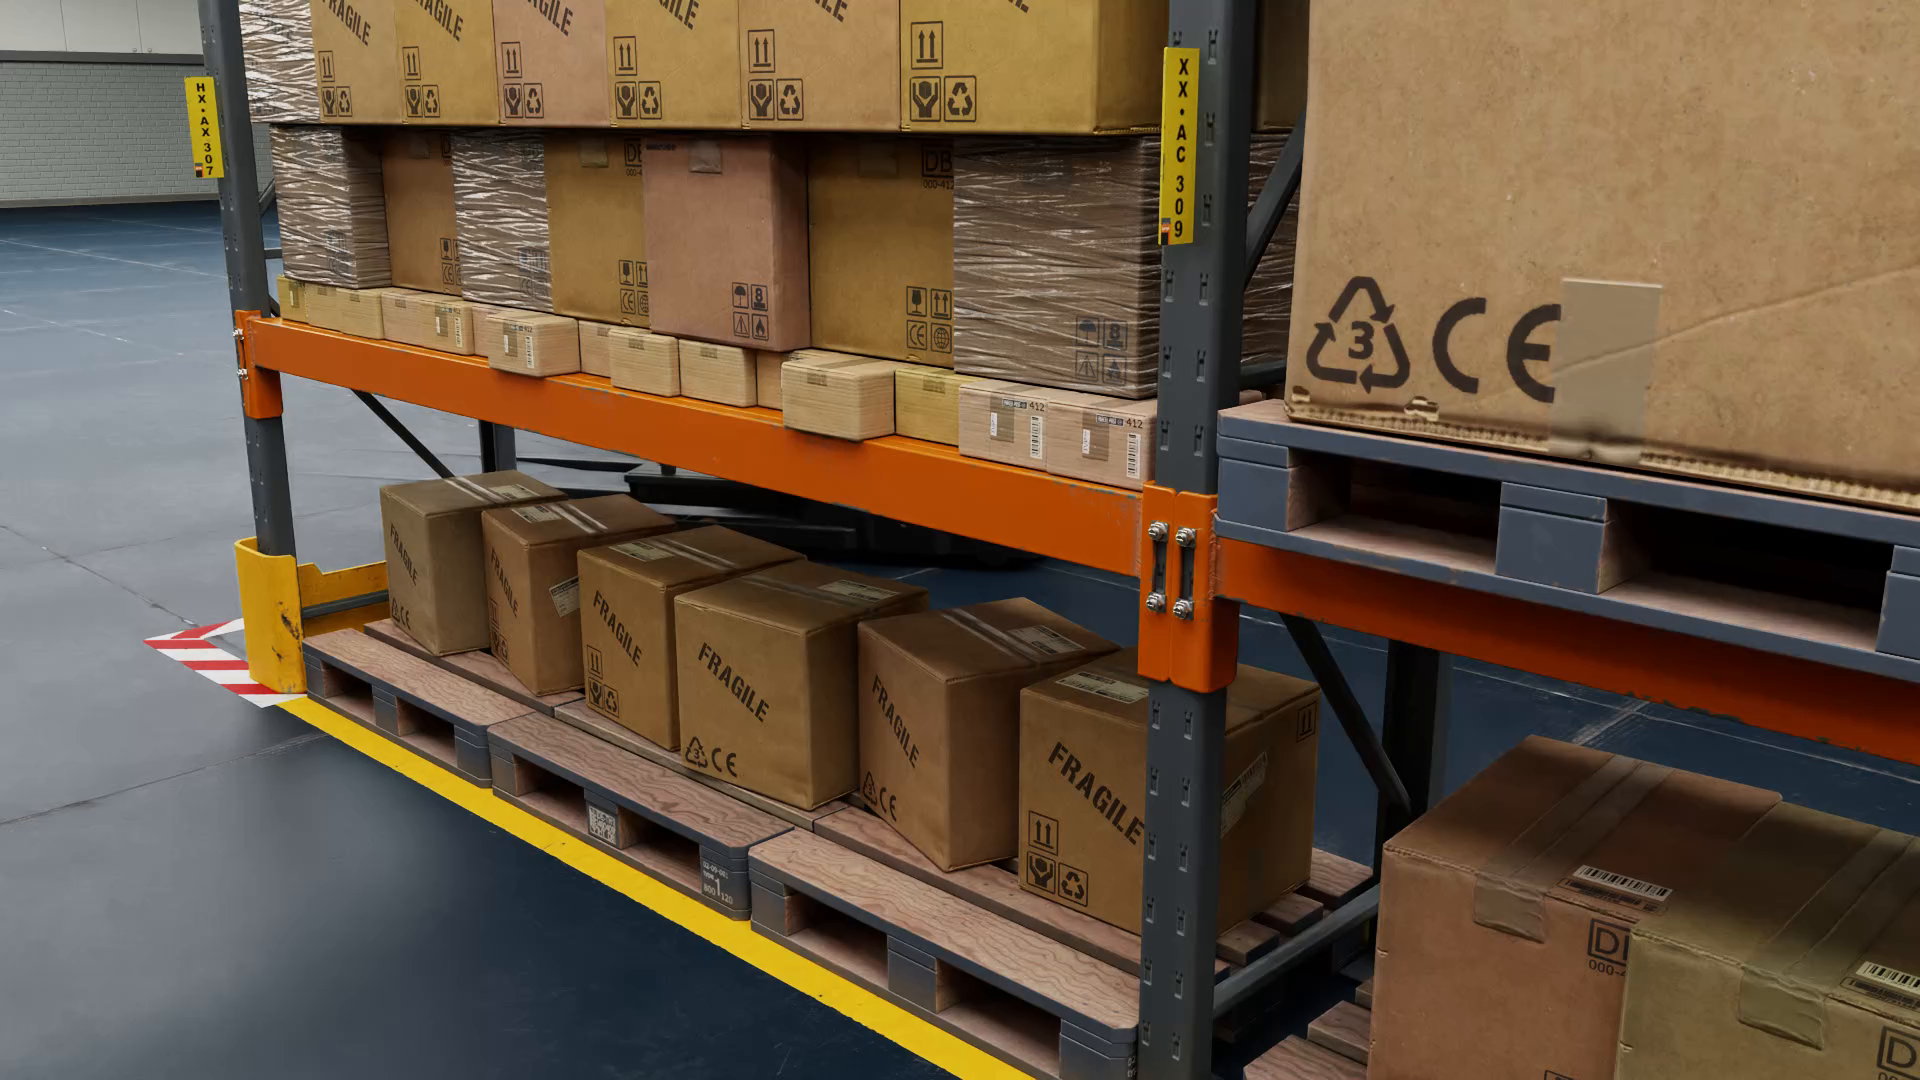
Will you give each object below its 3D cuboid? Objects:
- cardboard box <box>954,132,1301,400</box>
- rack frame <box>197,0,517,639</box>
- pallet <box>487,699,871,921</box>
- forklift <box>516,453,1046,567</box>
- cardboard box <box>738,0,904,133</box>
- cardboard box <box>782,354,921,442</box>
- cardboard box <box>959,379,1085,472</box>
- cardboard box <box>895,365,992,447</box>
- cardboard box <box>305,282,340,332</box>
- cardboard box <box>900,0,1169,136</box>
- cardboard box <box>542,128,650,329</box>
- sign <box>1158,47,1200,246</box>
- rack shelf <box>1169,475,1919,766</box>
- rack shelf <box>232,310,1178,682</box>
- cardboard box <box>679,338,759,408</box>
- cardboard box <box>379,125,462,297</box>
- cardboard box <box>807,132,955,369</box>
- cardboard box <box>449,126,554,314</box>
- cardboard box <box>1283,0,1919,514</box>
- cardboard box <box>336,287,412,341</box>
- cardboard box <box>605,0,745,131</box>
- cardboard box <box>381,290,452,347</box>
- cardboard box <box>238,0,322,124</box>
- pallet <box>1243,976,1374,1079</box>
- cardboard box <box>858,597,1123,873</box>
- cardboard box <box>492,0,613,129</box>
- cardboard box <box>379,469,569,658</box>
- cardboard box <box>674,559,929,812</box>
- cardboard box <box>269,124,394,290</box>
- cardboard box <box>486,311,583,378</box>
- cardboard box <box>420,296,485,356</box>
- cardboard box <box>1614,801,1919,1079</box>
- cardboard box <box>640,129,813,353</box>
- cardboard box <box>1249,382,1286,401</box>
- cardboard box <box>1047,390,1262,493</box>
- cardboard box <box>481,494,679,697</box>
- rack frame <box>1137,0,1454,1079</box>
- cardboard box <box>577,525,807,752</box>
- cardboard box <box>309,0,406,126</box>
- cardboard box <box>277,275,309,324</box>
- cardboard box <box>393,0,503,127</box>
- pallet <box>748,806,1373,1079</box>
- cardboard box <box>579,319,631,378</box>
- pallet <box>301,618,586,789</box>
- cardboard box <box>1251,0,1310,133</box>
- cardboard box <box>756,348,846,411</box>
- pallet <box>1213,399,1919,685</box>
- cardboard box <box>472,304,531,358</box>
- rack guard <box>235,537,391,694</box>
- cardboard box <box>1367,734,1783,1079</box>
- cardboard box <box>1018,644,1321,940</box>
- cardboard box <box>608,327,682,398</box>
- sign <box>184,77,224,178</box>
[{"bbox_3d":[0.466,-0.633,3.626,0.500,0.500,0.875,14,20,42],"label":"cardboard box"},{"bbox_3d":[-2.133,-1.051,6.017,0.127,3.000,1.000,14,20,42],"label":"rack frame"},{"bbox_3d":[-0.644,0.674,4.928,1.213,0.211,1.003,14,20,42],"label":"pallet"},{"bbox_3d":[-0.969,-1.478,7.790,3.031,2.935,1.130,3,15,13],"label":"forklift"},{"bbox_3d":[-0.129,-1.143,3.600,0.500,0.500,0.500,14,20,42],"label":"cardboard box"},{"bbox_3d":[-0.181,-0.337,3.776,0.250,0.149,0.380,14,20,42],"label":"cardboard box"},{"bbox_3d":[0.215,-0.259,3.476,0.250,0.149,0.380,14,20,42],"label":"cardboard box"},{"bbox_3d":[0.076,-0.314,3.686,0.250,0.149,0.380,14,20,42],"label":"cardboard box"},{"bbox_3d":[-1.926,-0.789,5.510,0.250,0.149,0.380,14,20,42],"label":"cardboard box"},{"bbox_3d":[0.232,-1.056,3.265,0.500,0.500,0.500,14,20,42],"label":"cardboard box"},{"bbox_3d":[-0.631,-0.891,4.616,0.500,0.500,0.875,14,20,42],"label":"cardboard box"},{"bbox_3d":[0.376,-0.670,2.838,0.005,0.325,0.100,14,20,42],"label":"sign"},{"bbox_3d":[2.187,0.347,2.078,4.000,0.370,1.077,14,20,42],"label":"rack shelf"},{"bbox_3d":[-0.693,-0.353,4.764,4.000,0.370,1.077,14,20,42],"label":"rack shelf"},{"bbox_3d":[-0.477,-0.442,4.176,0.250,0.149,0.380,14,20,42],"label":"cardboard box"},{"bbox_3d":[-1.313,-1.076,5.326,0.500,0.500,0.875,14,20,42],"label":"cardboard box"},{"bbox_3d":[0.130,-0.727,3.986,0.500,0.500,0.875,14,20,42],"label":"cardboard box"},{"bbox_3d":[-0.983,-0.981,4.960,0.500,0.500,0.875,14,20,42],"label":"cardboard box"},{"bbox_3d":[1.222,-0.680,2.571,1.000,1.000,1.000,14,20,43],"label":"cardboard box"},{"bbox_3d":[-1.757,-0.743,5.332,0.250,0.149,0.380,14,20,42],"label":"cardboard box"},{"bbox_3d":[-0.488,-1.231,3.936,0.500,0.500,0.500,14,20,42],"label":"cardboard box"},{"bbox_3d":[-1.562,-0.703,5.178,0.250,0.149,0.380,14,20,42],"label":"cardboard box"},{"bbox_3d":[-1.926,-1.582,5.282,0.500,0.500,0.500,14,20,42],"label":"cardboard box"},{"bbox_3d":[1.308,1.134,3.160,1.213,0.211,1.003,14,20,42],"label":"pallet"},{"bbox_3d":[0.069,0.479,4.268,0.500,0.500,0.500,-8,16,-27],"label":"cardboard box"},{"bbox_3d":[-0.846,-1.319,4.274,0.500,0.500,0.500,14,20,42],"label":"cardboard box"},{"bbox_3d":[-1.695,0.068,5.848,0.500,0.500,0.500,-10,18,-34],"label":"cardboard box"},{"bbox_3d":[-0.432,0.385,4.631,0.500,0.500,0.500,11,18,37],"label":"cardboard box"},{"bbox_3d":[-1.756,-1.142,5.578,0.500,0.500,0.875,14,20,42],"label":"cardboard box"},{"bbox_3d":[-1.081,-0.556,4.616,0.250,0.149,0.380,14,20,42],"label":"cardboard box"},{"bbox_3d":[-1.387,-0.658,5.005,0.250,0.149,0.380,14,20,42],"label":"cardboard box"},{"bbox_3d":[1.504,0.844,2.829,0.500,0.500,0.700,14,20,42],"label":"cardboard box"},{"bbox_3d":[-0.300,-0.796,4.252,0.500,0.500,0.875,14,20,42],"label":"cardboard box"},{"bbox_3d":[0.801,-0.322,3.716,0.250,0.149,0.380,14,20,42],"label":"cardboard box"},{"bbox_3d":[0.388,-0.214,3.302,0.250,0.149,0.380,14,20,42],"label":"cardboard box"},{"bbox_3d":[-1.241,0.166,5.470,0.500,0.500,0.500,-9,17,-30],"label":"cardboard box"},{"bbox_3d":[0.747,-0.351,3.330,0.127,3.000,1.000,14,20,42],"label":"rack frame"},{"bbox_3d":[-0.803,0.279,5.037,0.500,0.500,0.500,-12,19,-39],"label":"cardboard box"},{"bbox_3d":[-1.571,-1.493,4.941,0.500,0.500,0.500,14,20,42],"label":"cardboard box"},{"bbox_3d":[-2.093,-0.836,5.691,0.250,0.149,0.380,14,20,42],"label":"cardboard box"},{"bbox_3d":[-1.210,-1.406,4.606,0.500,0.500,0.500,14,20,42],"label":"cardboard box"},{"bbox_3d":[0.239,0.887,4.108,1.213,0.211,1.003,14,20,42],"label":"pallet"},{"bbox_3d":[-0.808,-0.537,4.541,0.250,0.149,0.380,14,20,42],"label":"cardboard box"},{"bbox_3d":[-1.518,0.460,5.747,1.213,0.211,1.003,14,20,42],"label":"pallet"},{"bbox_3d":[0.599,-1.152,3.633,0.500,0.500,0.500,14,20,42],"label":"cardboard box"},{"bbox_3d":[-0.269,-0.405,4.036,0.250,0.149,0.380,14,20,42],"label":"cardboard box"},{"bbox_3d":[1.196,-0.098,2.740,1.213,0.211,1.003,14,20,42],"label":"pallet"},{"bbox_3d":[-1.189,-0.619,4.856,0.250,0.149,0.380,14,20,42],"label":"cardboard box"},{"bbox_3d":[-2.078,0.172,6.281,0.348,0.500,1.175,14,20,42],"label":"rack guard"},{"bbox_3d":[1.174,0.757,3.163,0.500,0.500,0.700,12,19,38],"label":"cardboard box"},{"bbox_3d":[0.487,0.578,3.889,0.500,0.500,0.500,13,19,41],"label":"cardboard box"},{"bbox_3d":[-0.682,-0.479,4.319,0.250,0.149,0.380,14,20,42],"label":"cardboard box"},{"bbox_3d":[-2.509,-1.371,5.530,0.005,0.325,0.100,14,20,42],"label":"sign"}]
